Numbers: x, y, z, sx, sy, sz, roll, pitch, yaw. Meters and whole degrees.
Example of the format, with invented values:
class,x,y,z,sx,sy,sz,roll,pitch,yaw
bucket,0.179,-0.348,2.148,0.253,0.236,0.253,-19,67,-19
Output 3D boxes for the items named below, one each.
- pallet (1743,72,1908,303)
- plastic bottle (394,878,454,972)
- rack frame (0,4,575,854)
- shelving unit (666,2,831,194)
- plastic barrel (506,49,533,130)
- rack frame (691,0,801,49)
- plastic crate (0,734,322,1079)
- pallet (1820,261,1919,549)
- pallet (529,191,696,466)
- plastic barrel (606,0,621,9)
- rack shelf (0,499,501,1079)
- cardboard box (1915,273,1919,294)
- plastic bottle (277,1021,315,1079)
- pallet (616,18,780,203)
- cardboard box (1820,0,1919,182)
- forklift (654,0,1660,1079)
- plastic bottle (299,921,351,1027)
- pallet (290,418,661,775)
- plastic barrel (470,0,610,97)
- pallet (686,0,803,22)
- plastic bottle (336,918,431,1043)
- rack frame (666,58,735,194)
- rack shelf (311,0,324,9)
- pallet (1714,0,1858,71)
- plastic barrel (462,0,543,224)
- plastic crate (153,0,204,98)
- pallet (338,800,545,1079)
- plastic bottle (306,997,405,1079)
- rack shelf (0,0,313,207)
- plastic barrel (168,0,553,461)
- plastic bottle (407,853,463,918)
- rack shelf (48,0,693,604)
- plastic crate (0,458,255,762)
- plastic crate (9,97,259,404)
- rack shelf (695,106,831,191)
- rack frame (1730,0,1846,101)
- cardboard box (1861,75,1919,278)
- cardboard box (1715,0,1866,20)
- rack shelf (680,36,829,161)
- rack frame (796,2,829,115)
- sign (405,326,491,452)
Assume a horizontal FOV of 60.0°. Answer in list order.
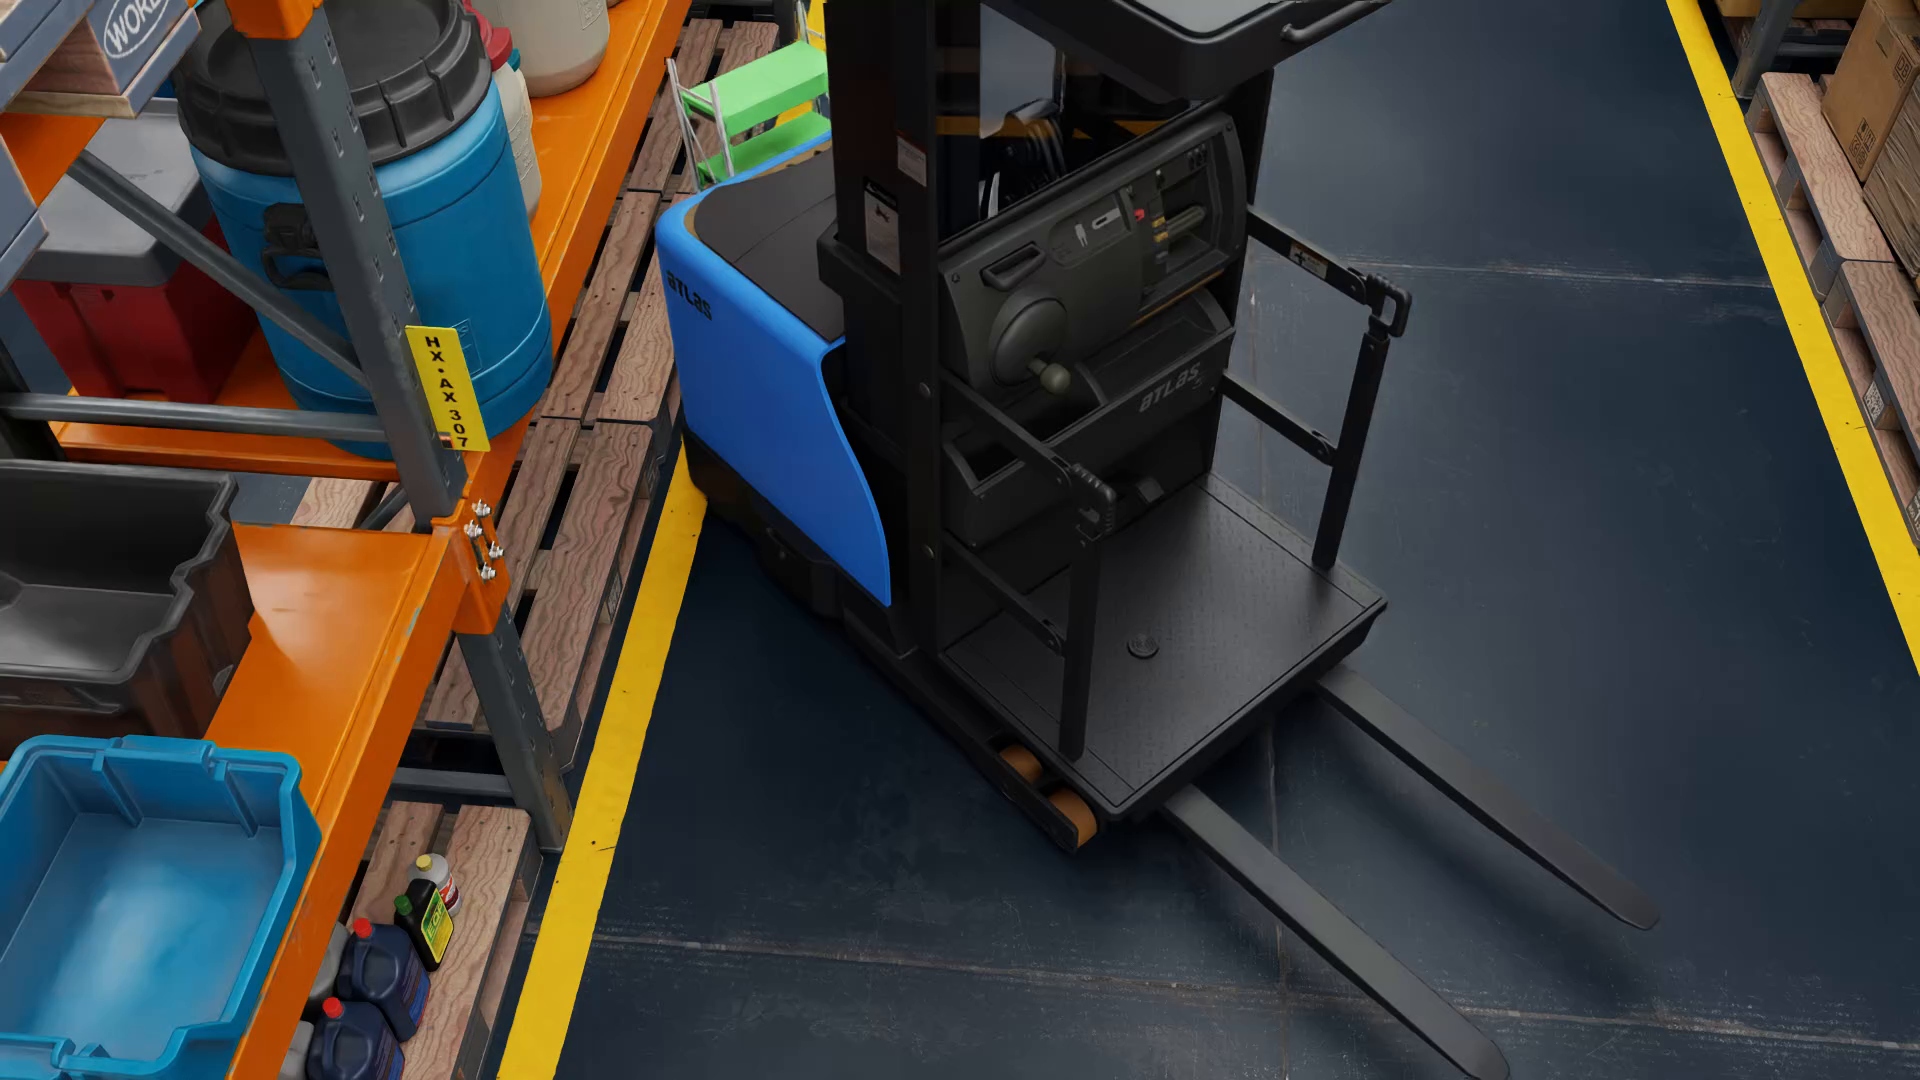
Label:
class,x,y,z,sx,sy,sz,roll,pitch,yaw
pallet,3.664,-1.339,6.331,1.003,0.211,1.213,4,48,4
plastic bottle,-1.276,0.896,3.940,0.061,0.283,0.133,6,48,5
rack frame,-1.561,-0.248,3.444,1.000,3.000,0.127,4,48,4
shelving unit,-0.553,-1.049,5.377,0.503,1.200,0.258,-33,48,-27
plastic barrel,-1.287,-1.163,4.375,0.301,0.262,0.301,0,48,0
rack frame,-1.196,-3.187,6.132,1.000,3.000,0.127,4,48,4
plastic crate,-1.391,0.634,2.738,0.499,0.251,0.616,4,48,4
pallet,3.550,-0.445,5.514,1.003,0.211,1.213,4,48,4
pallet,-1.419,-0.785,5.825,1.003,0.211,1.213,4,48,4
plastic barrel,-1.149,-1.839,4.807,0.433,0.535,0.433,0,48,0
rack shelf,-1.743,1.465,2.365,1.077,0.370,4.000,4,48,4
cardboard box,3.612,-0.840,5.381,0.700,0.500,0.500,7,48,7
plastic bottle,-1.500,1.165,3.699,0.152,0.276,0.135,4,48,4
pallet,-1.305,-1.679,6.643,1.003,0.211,1.213,4,48,4
cardboard box,3.695,-1.665,6.136,0.700,0.500,0.500,2,48,1
forklift,0.479,-0.587,3.801,1.130,2.935,3.031,-33,56,-26
plastic bottle,-1.476,0.981,3.817,0.144,0.351,0.185,4,48,4
pallet,-1.528,0.114,5.003,1.003,0.211,1.213,4,48,4
plastic barrel,-1.188,-1.521,4.516,0.433,0.535,0.433,0,48,0
pallet,-1.166,-2.828,7.694,1.003,0.211,1.213,4,48,4
plastic bottle,-1.332,0.990,3.808,0.144,0.351,0.185,3,48,2
rack frame,-0.735,-0.930,5.267,0.015,1.200,0.240,-33,48,-27
rack shelf,-1.378,-2.487,3.947,1.077,0.370,4.000,4,48,4
pallet,3.883,-2.487,7.382,1.003,0.211,1.213,4,48,4
plastic barrel,-1.255,-0.982,4.023,0.433,0.535,0.433,0,48,0
plastic crate,-1.770,-1.074,4.210,0.392,0.384,0.575,4,48,4
pallet,-1.663,1.184,4.024,1.003,0.211,1.213,4,48,4
plastic bottle,-1.350,1.131,3.679,0.144,0.351,0.185,2,48,2
rack shelf,-1.743,0.452,1.258,1.077,0.370,4.000,4,48,4
plastic barrel,-1.224,-0.681,3.500,0.600,0.901,0.708,4,48,4
plastic bottle,-1.283,0.836,4.051,0.097,0.201,0.097,0,48,0
rack shelf,-1.378,-1.475,5.054,1.077,0.370,4.000,4,48,4
plastic crate,-1.735,0.149,3.123,0.767,0.338,0.504,4,48,4
plastic crate,-1.821,-0.646,3.765,0.402,0.464,0.583,4,48,4
rack shelf,-0.568,-1.180,5.261,0.480,0.148,0.258,-33,48,-27
rack frame,3.736,-2.854,5.828,1.000,3.000,0.127,4,48,4
cardboard box,3.657,-1.257,5.763,0.700,0.500,0.500,0,48,0
cardboard box,3.820,-2.784,6.919,1.225,0.875,0.875,2,48,2
rack shelf,-0.590,-1.359,5.102,0.480,0.148,0.258,-33,48,-27
rack frame,-0.370,-1.168,5.486,0.015,1.200,0.240,-33,48,-27
sign,-1.014,-0.296,3.301,0.100,0.325,0.005,4,48,4
